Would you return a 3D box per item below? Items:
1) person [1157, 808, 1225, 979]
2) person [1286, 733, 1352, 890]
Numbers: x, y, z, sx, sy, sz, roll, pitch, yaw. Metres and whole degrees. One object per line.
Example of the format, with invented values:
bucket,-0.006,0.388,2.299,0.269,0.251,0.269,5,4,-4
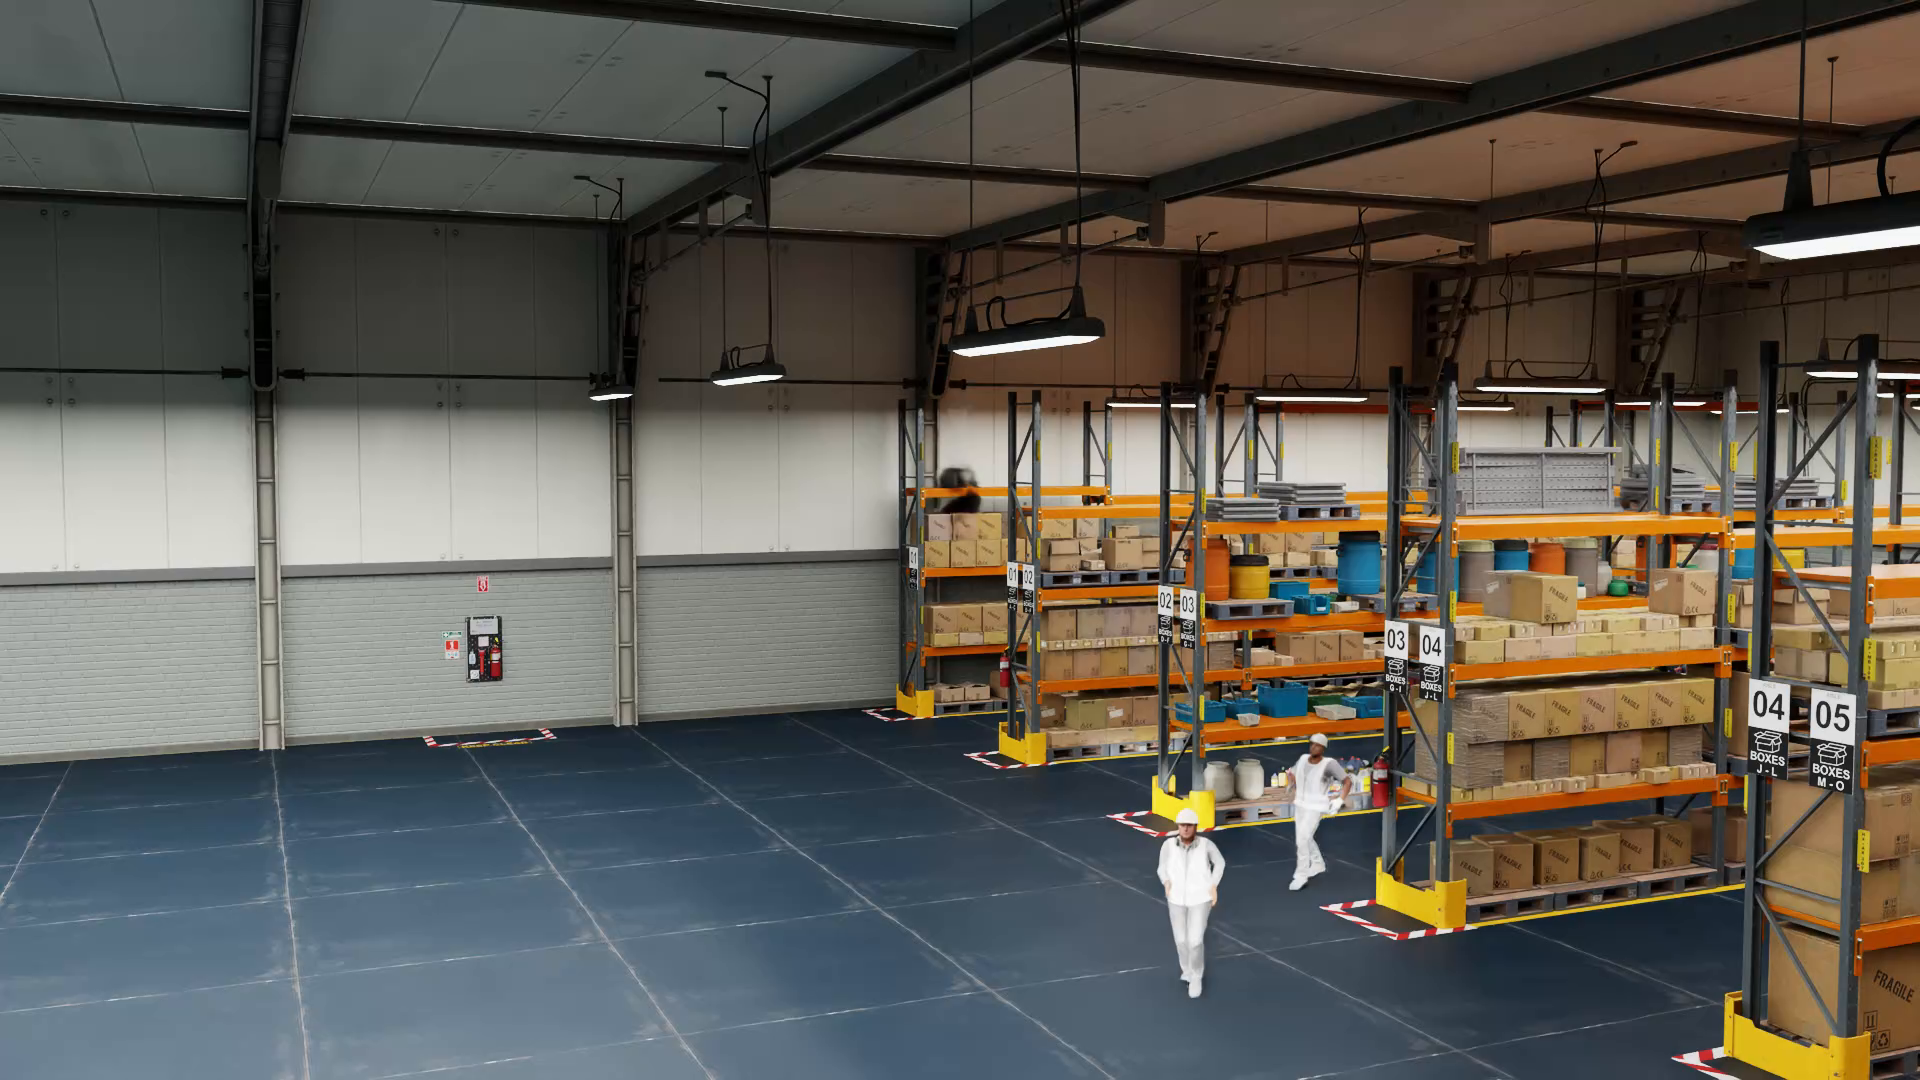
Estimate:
person,2.151,3.318,15.587,0.600,1.645,0.821,1,4,20
person,4.100,3.168,19.400,0.713,1.836,0.746,-2,4,-33
